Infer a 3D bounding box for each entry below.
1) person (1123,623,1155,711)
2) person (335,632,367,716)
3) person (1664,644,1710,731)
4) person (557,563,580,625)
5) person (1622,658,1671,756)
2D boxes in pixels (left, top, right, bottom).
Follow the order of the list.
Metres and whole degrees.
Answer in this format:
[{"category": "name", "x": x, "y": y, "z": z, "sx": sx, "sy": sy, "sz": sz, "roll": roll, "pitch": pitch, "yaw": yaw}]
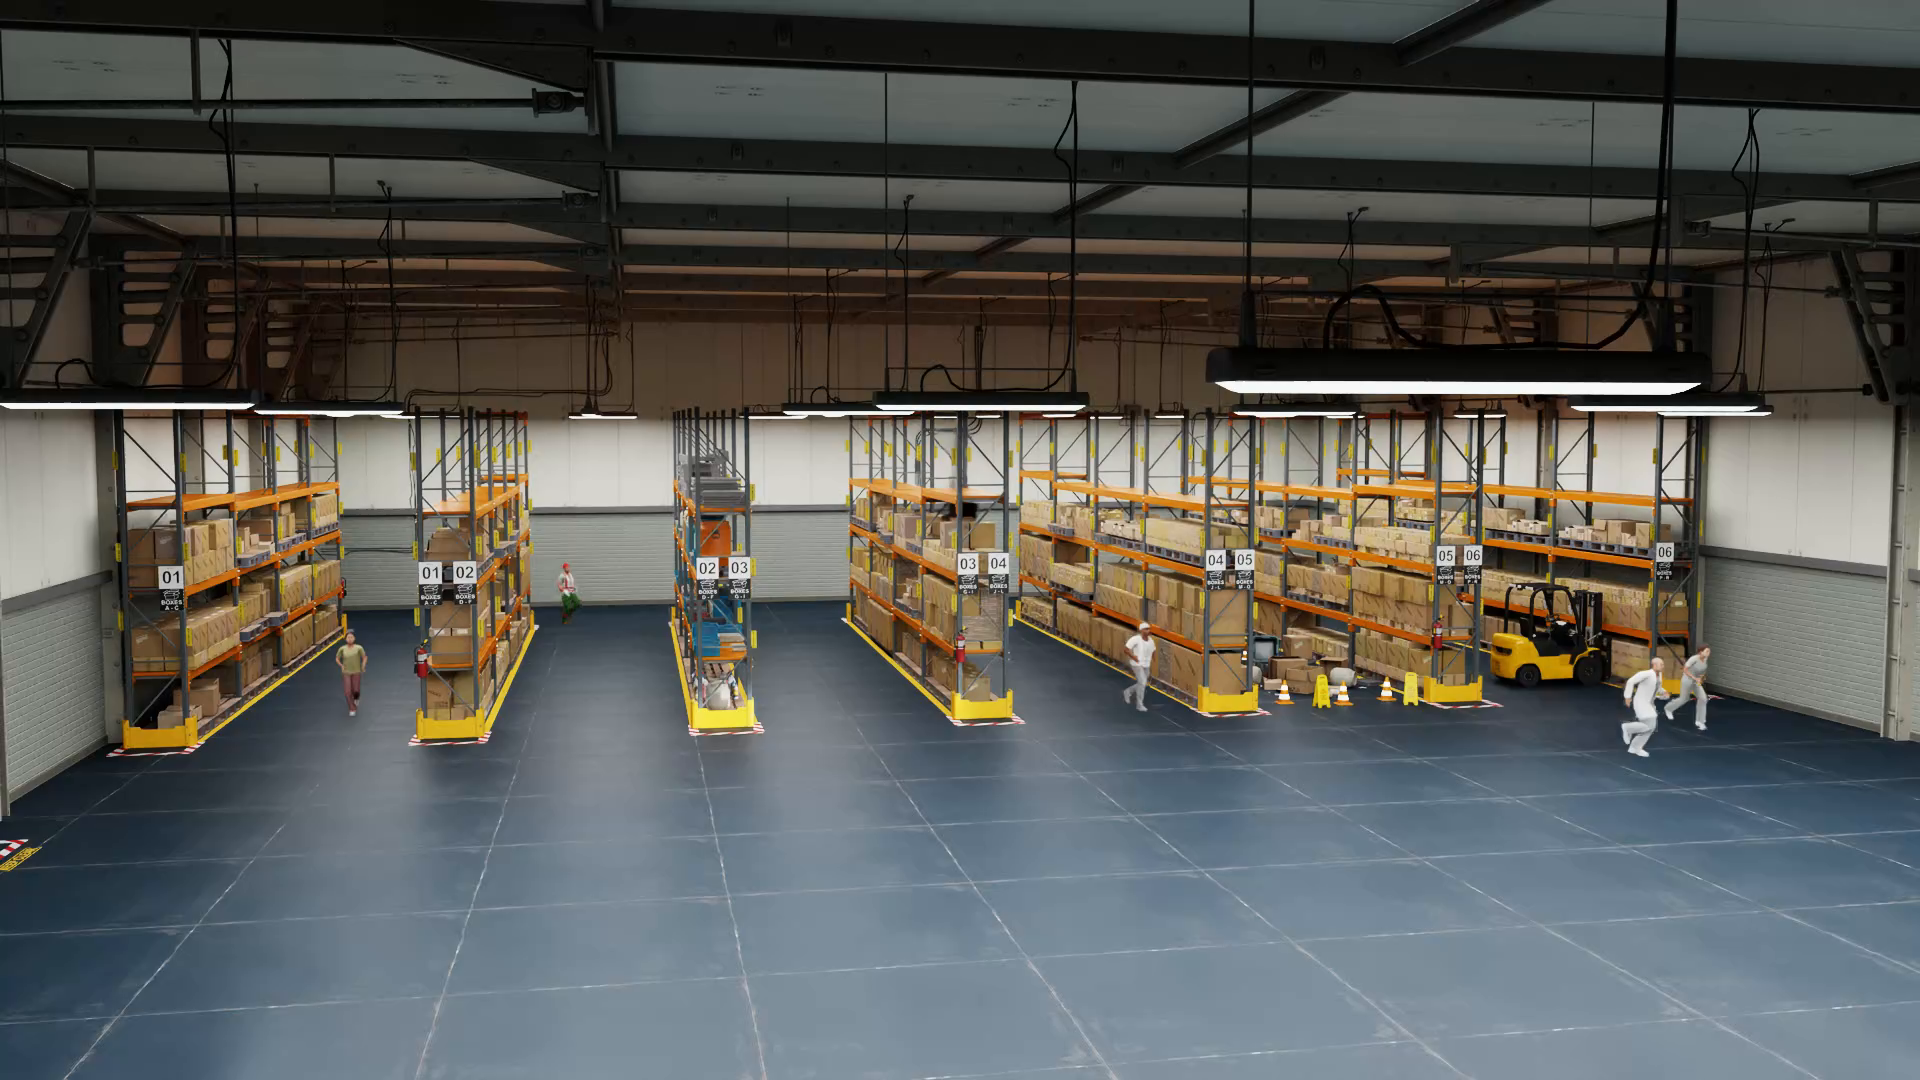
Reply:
[{"category": "person", "x": 3.611, "y": 2.512, "z": 33.264, "sx": 0.746, "sy": 1.732, "sz": 0.777, "roll": -3, "pitch": 5, "yaw": -33}, {"category": "person", "x": -11.907, "y": 2.611, "z": 32.533, "sx": 0.581, "sy": 1.620, "sz": 0.566, "roll": -1, "pitch": 4, "yaw": -17}, {"category": "person", "x": 13.692, "y": 2.720, "z": 31.279, "sx": 0.600, "sy": 1.624, "sz": 1.004, "roll": -2, "pitch": 5, "yaw": -30}, {"category": "person", "x": -11.007, "y": 1.520, "z": 46.834, "sx": 0.554, "sy": 1.748, "sz": 0.678, "roll": 2, "pitch": 5, "yaw": 30}, {"category": "person", "x": 11.773, "y": 2.856, "z": 28.524, "sx": 0.780, "sy": 1.706, "sz": 0.697, "roll": 4, "pitch": 6, "yaw": 45}]
